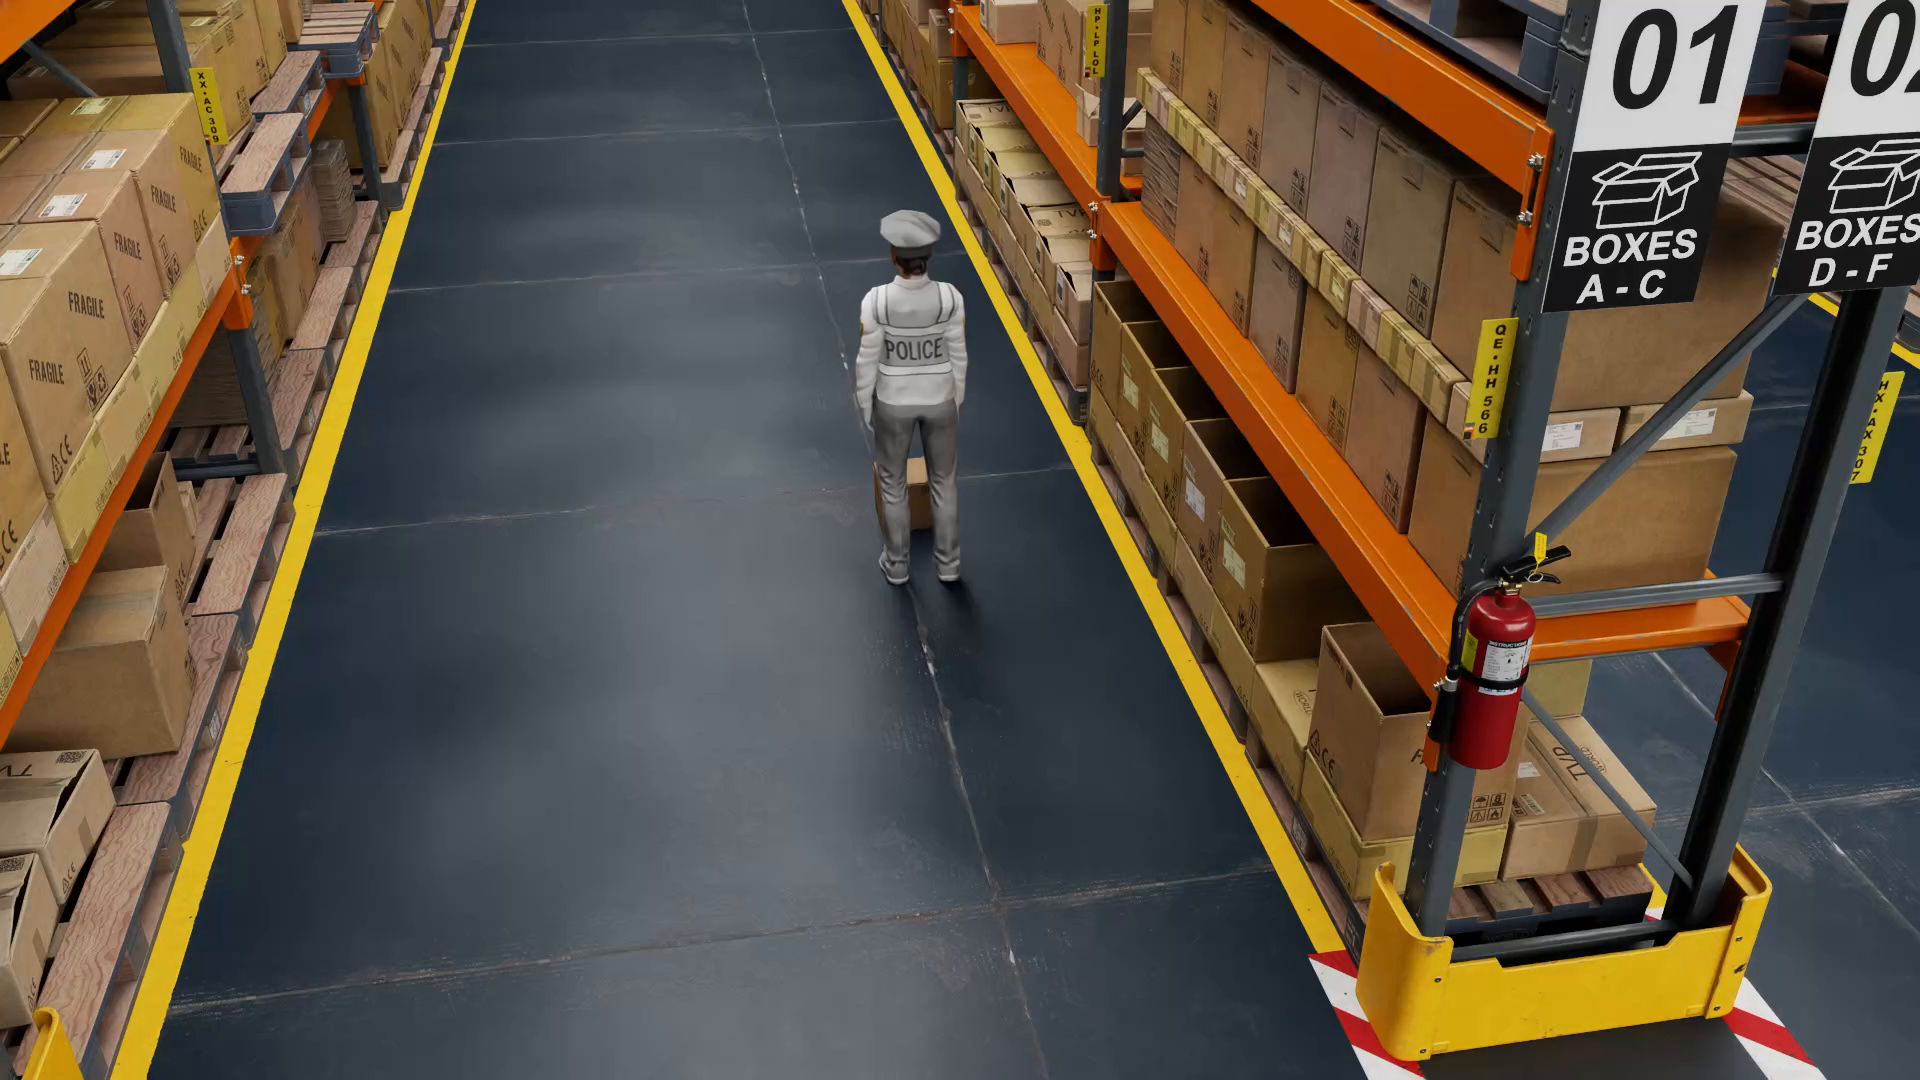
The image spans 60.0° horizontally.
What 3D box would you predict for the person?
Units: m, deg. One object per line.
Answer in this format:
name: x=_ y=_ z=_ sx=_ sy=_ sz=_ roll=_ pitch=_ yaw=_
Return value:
person: x=-0.207 y=-0.577 z=7.108 sx=0.467 sy=1.690 sz=0.334 roll=-4 pitch=31 yaw=-7
